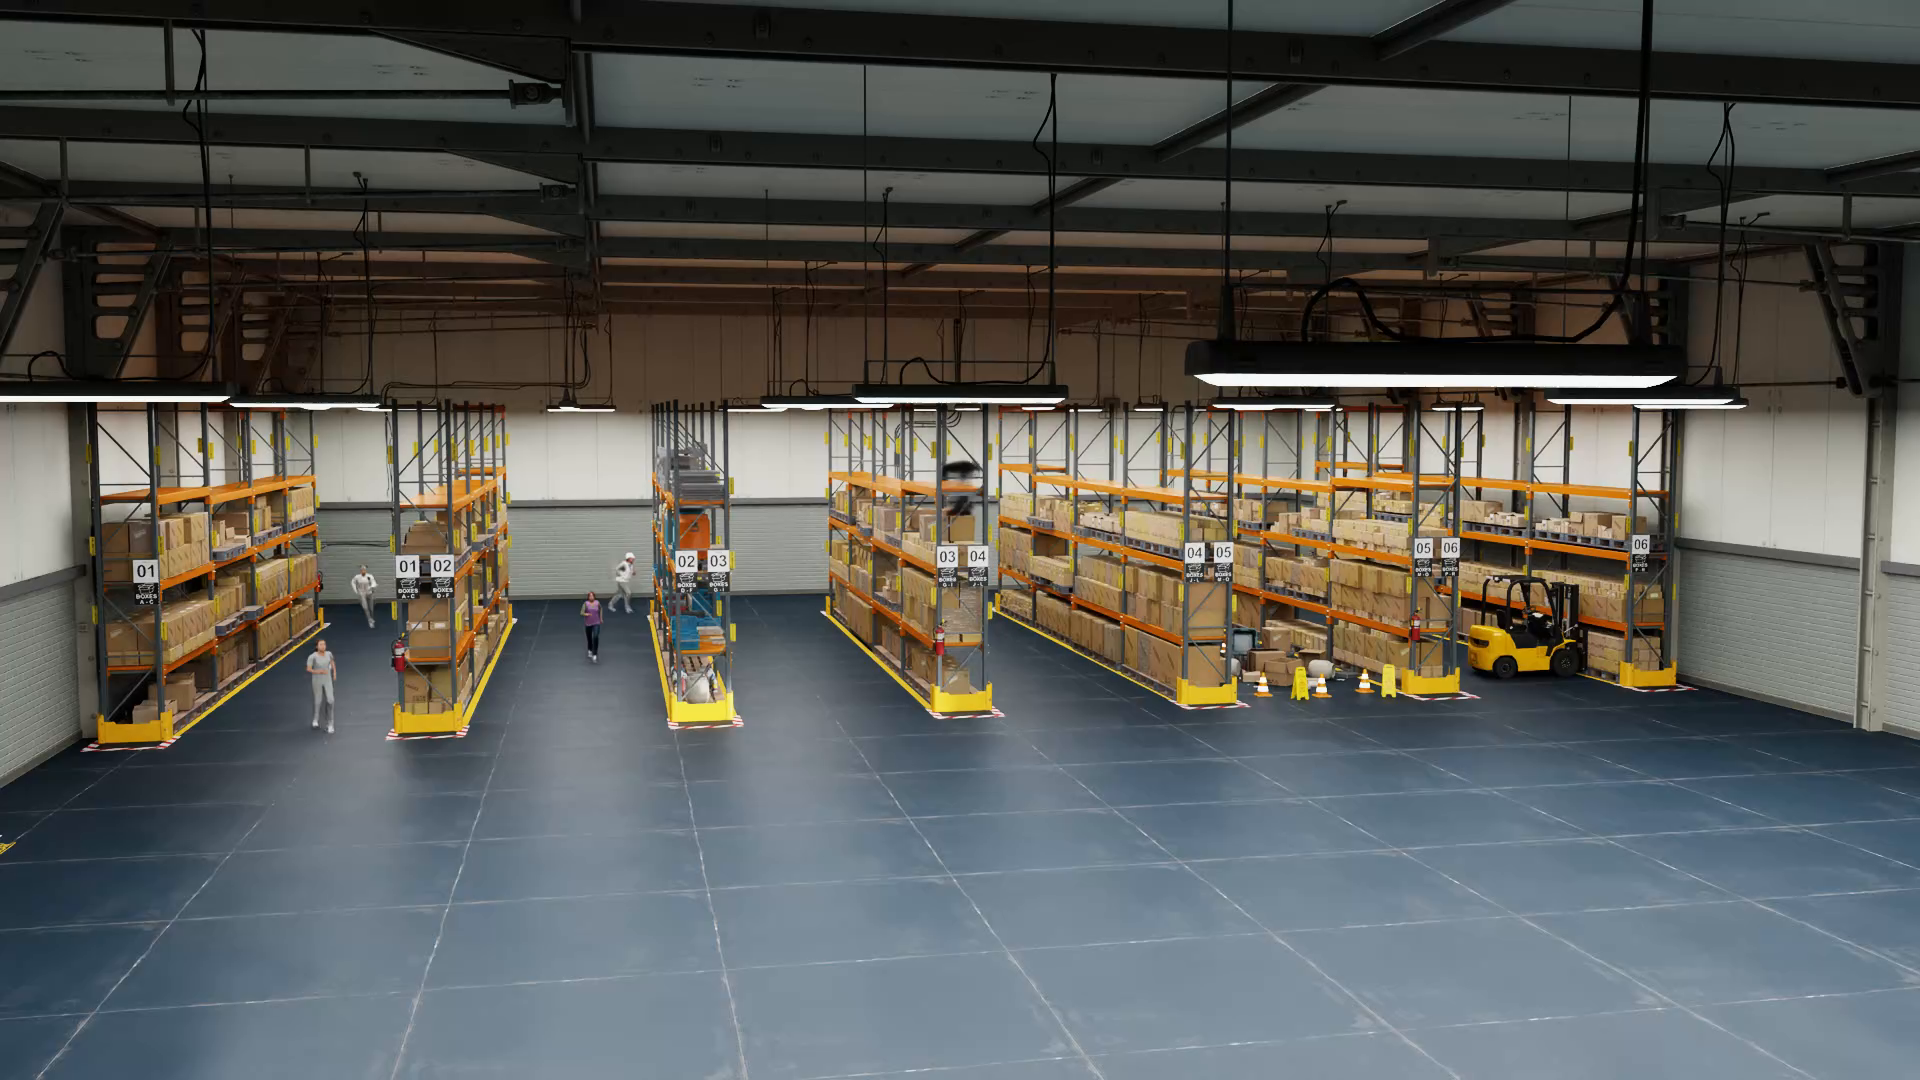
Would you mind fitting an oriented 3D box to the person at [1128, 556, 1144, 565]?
[{"bbox_3d":[5.563,0.881,52.160,0.935,1.768,0.670,-2,5,-27],"label":"person"}]

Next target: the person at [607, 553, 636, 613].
[{"bbox_3d":[-9.813,1.229,48.362,0.841,1.720,0.654,1,4,9],"label":"person"}]

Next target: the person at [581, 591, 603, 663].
[{"bbox_3d":[-8.563,1.991,38.677,0.506,1.626,0.824,-1,4,-13],"label":"person"}]

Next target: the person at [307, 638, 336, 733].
[{"bbox_3d":[-11.562,2.634,30.120,0.562,1.746,0.751,-3,5,-38],"label":"person"}]

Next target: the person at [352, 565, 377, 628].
[{"bbox_3d":[-16.038,1.495,44.818,0.619,1.691,0.893,-2,5,-26],"label":"person"}]
